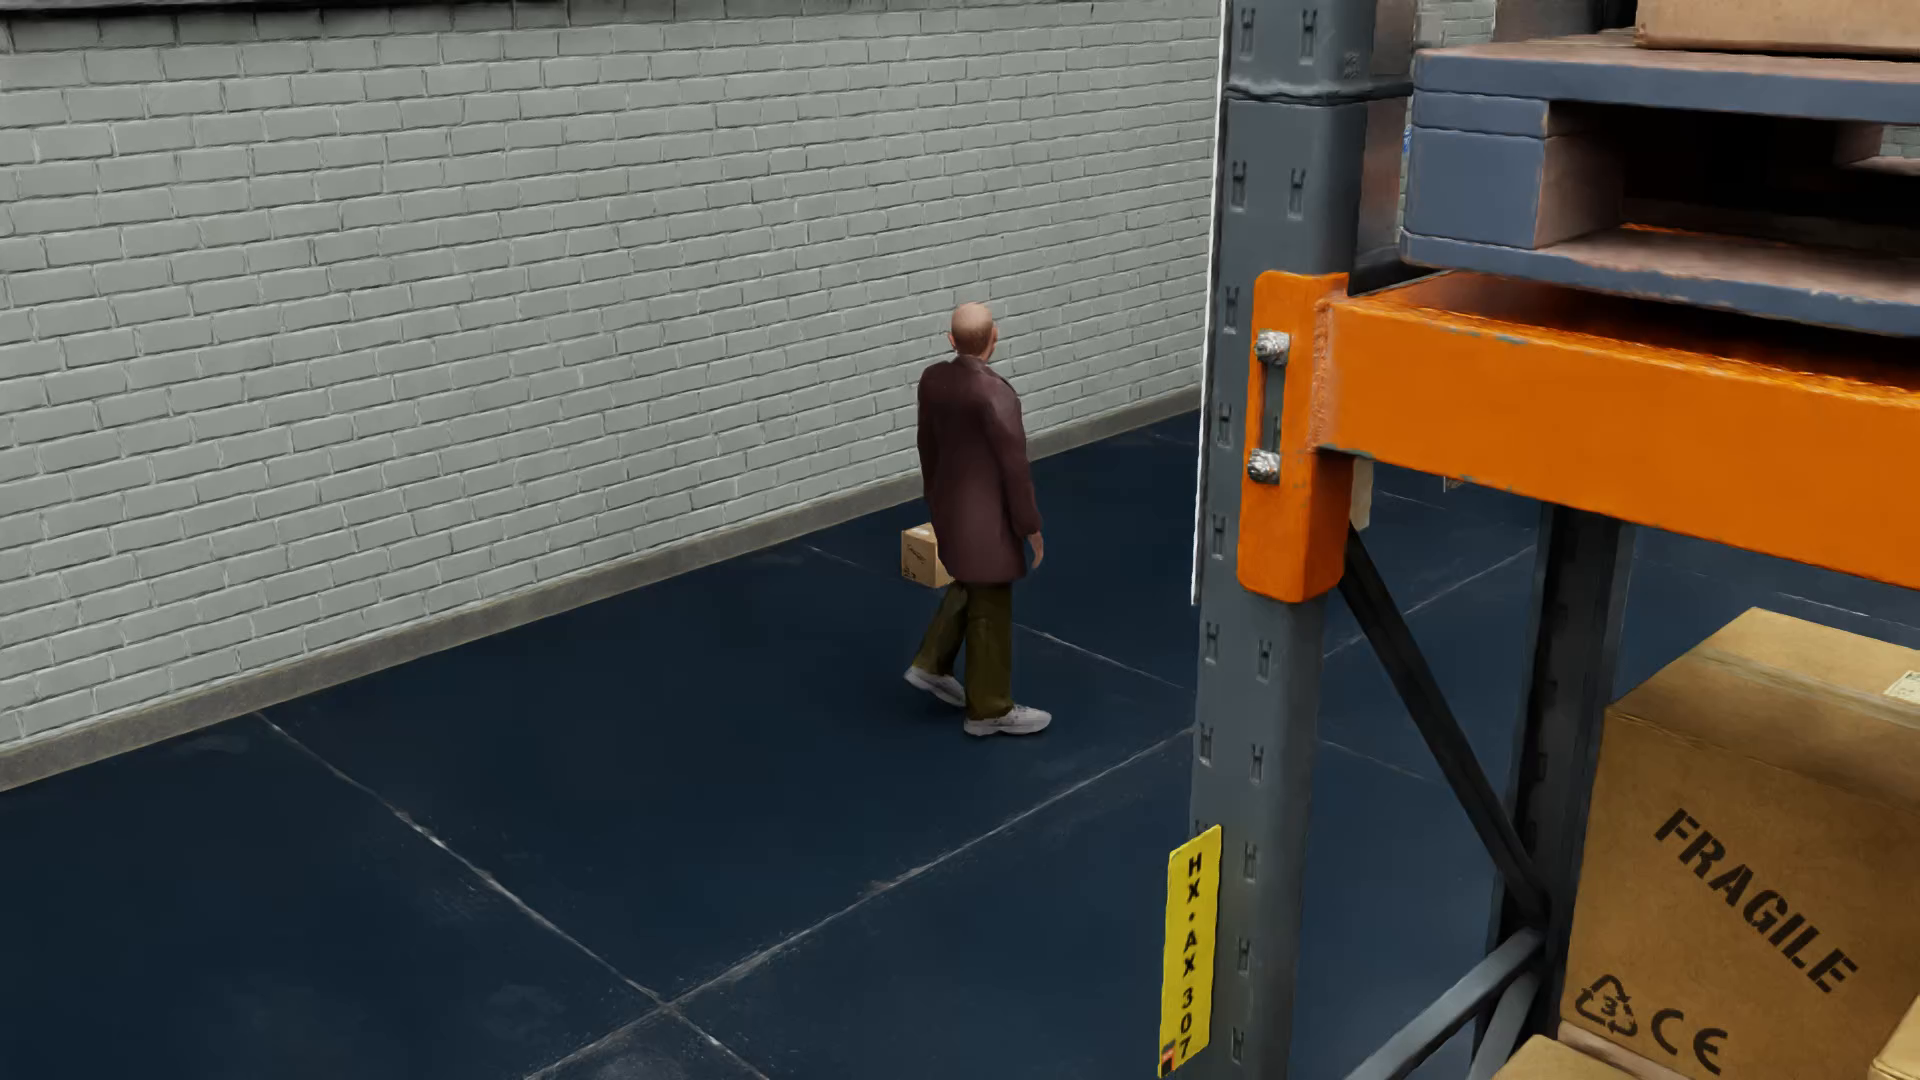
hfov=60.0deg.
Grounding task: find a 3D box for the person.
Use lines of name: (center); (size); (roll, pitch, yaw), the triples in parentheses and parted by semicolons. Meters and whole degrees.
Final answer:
person: (0.056, -0.080, 6.766); (0.506, 1.779, 0.650); (-13, 24, -31)
